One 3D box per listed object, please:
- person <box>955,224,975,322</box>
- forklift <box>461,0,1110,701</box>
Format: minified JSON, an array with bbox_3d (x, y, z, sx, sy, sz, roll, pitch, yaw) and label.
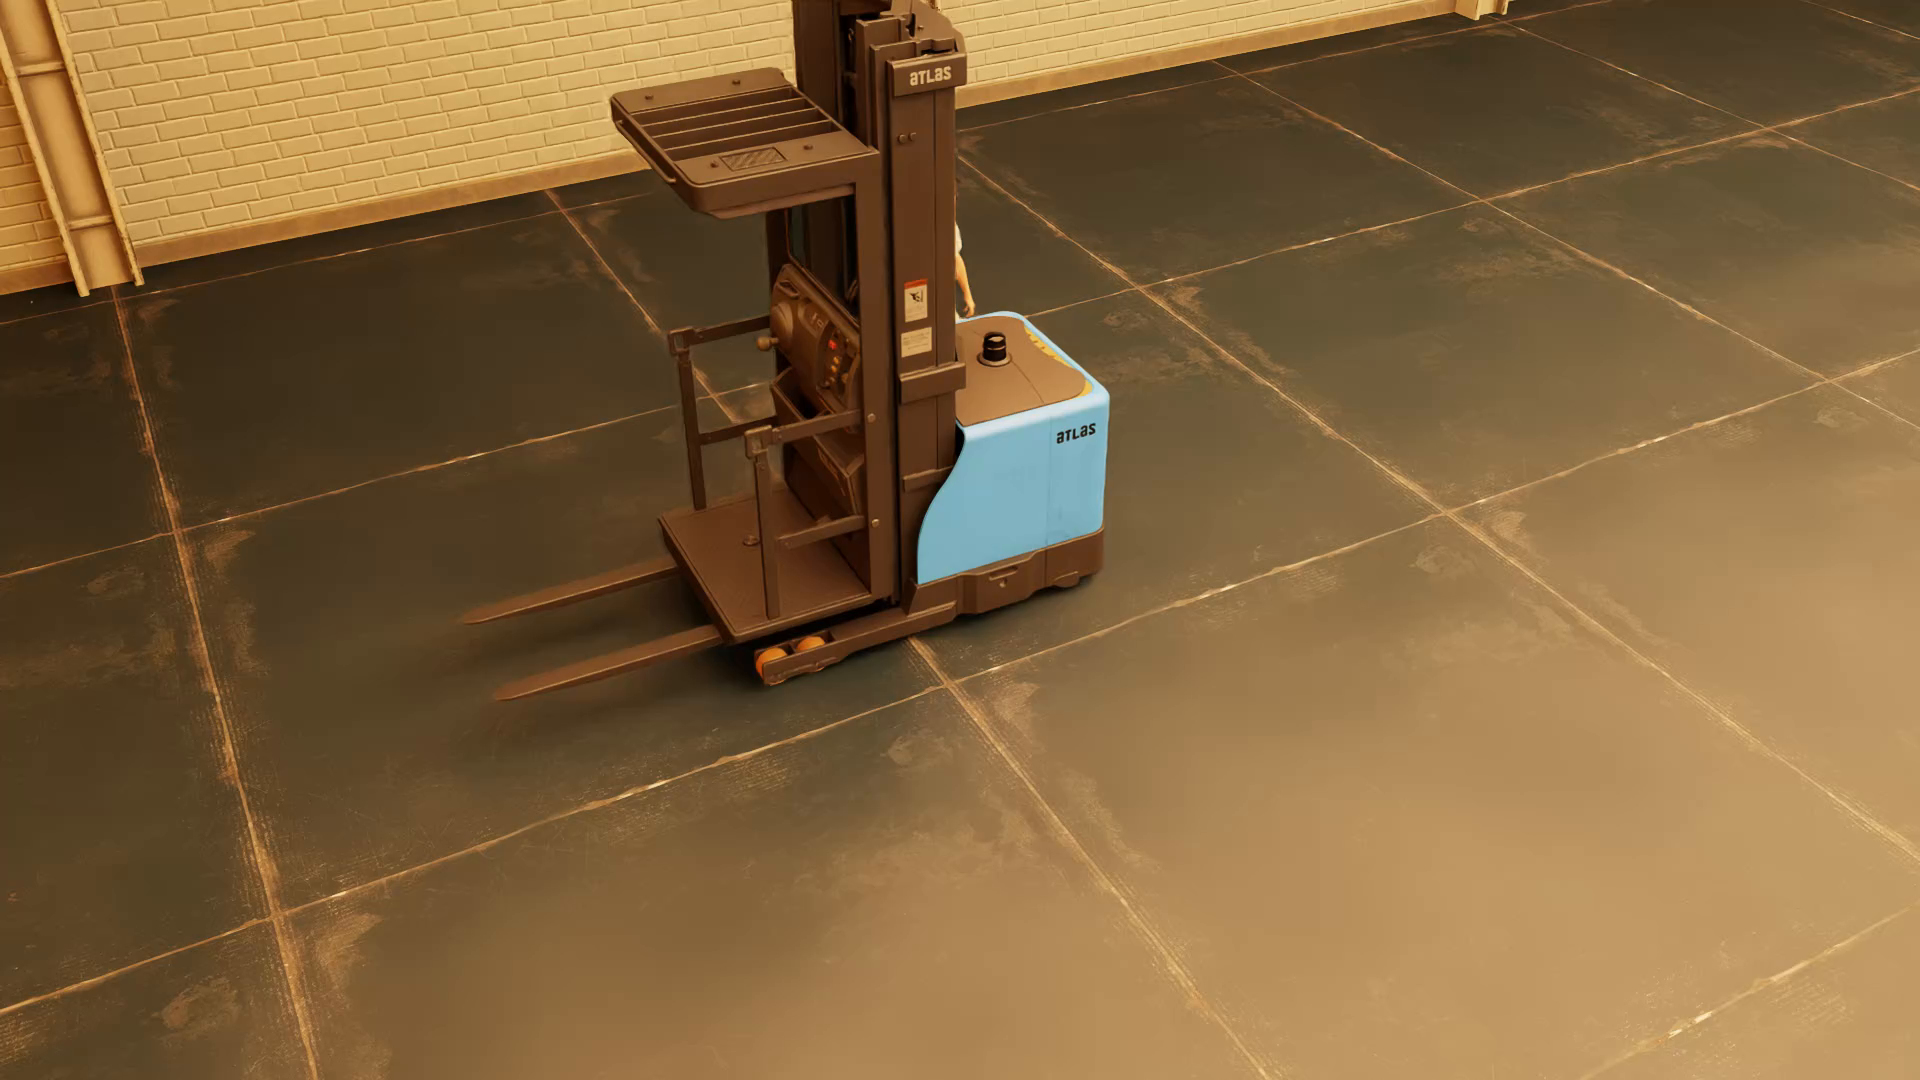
[{"bbox_3d":[-0.158,-1.212,8.960,0.768,1.647,0.369,-25,42,-31],"label":"person"},{"bbox_3d":[-0.832,-0.876,7.363,3.031,2.935,1.130,-16,38,-22],"label":"forklift"}]
